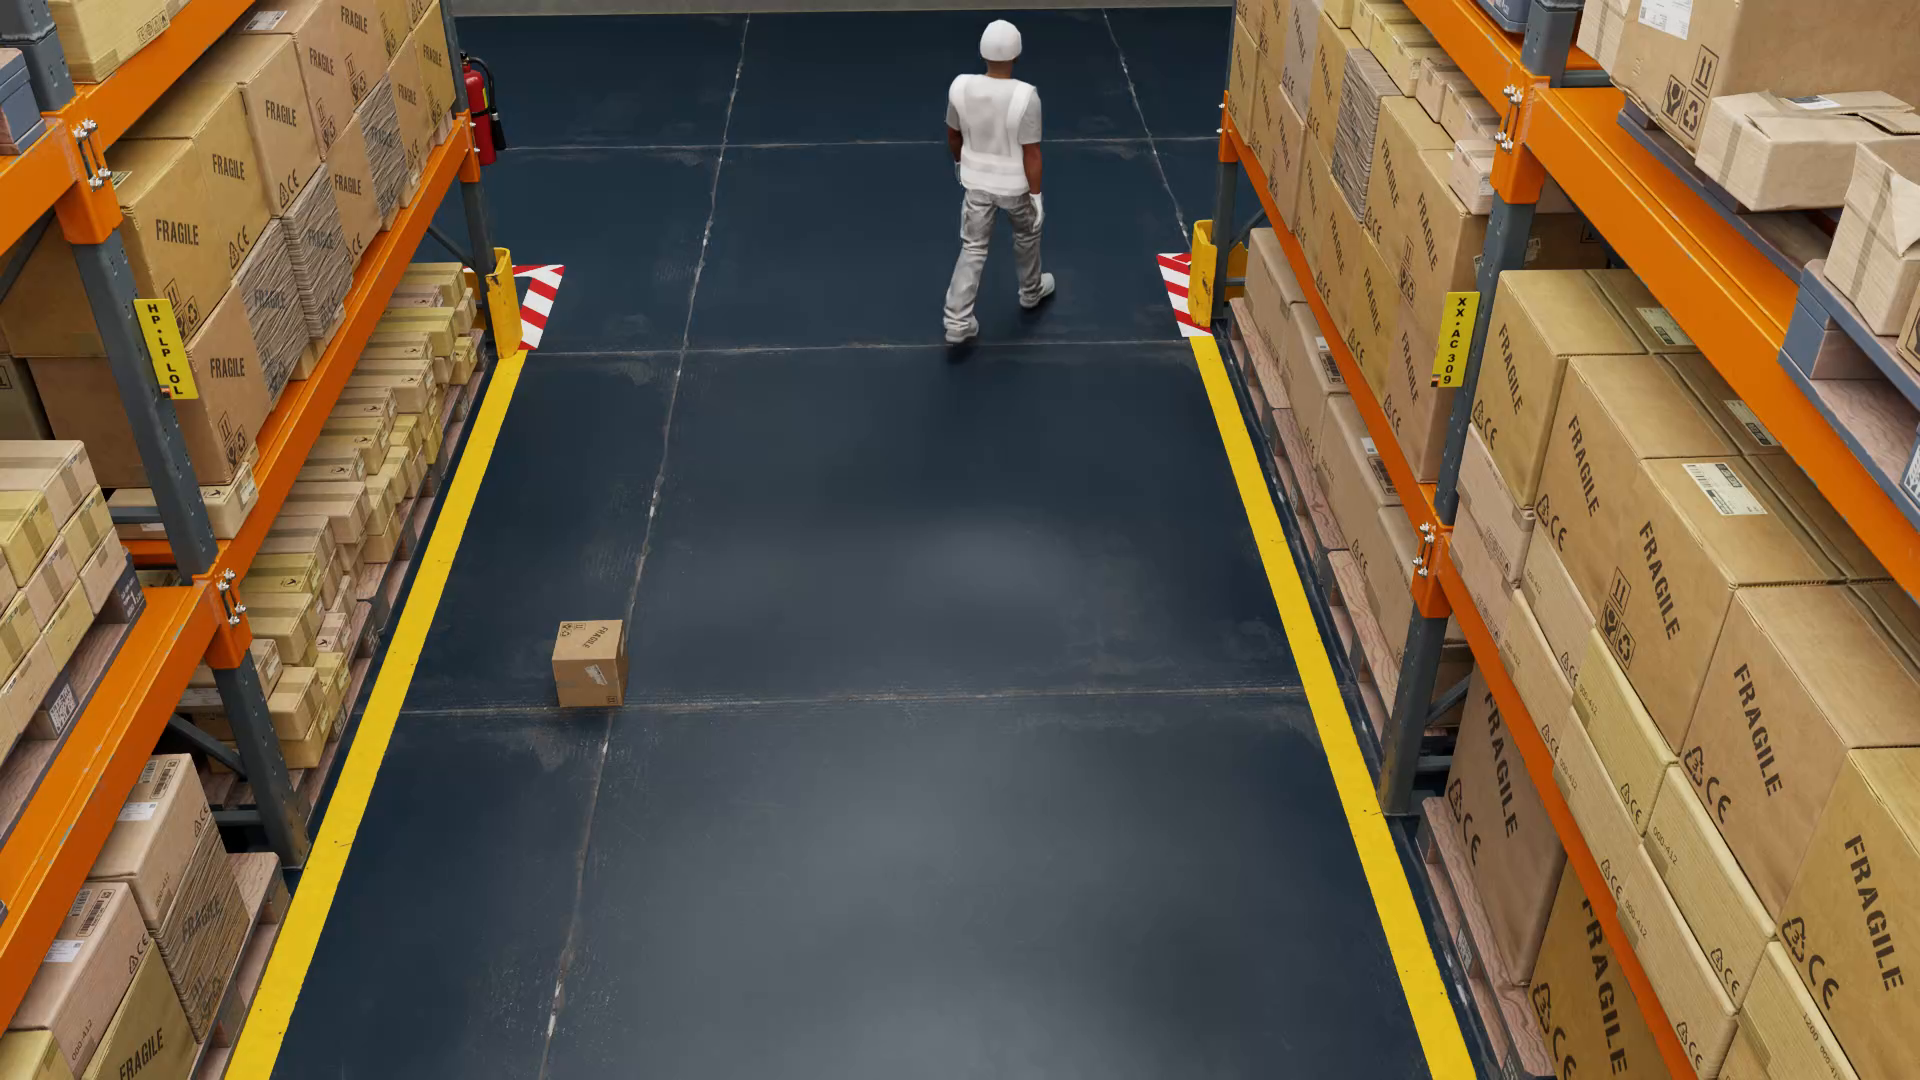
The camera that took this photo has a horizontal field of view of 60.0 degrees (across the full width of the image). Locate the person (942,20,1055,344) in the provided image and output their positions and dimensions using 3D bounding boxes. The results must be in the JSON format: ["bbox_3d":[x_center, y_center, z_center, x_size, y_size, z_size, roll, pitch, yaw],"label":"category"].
[{"bbox_3d":[0.219,-1.952,8.930,0.600,1.744,1.018,13,37,17],"label":"person"}]
